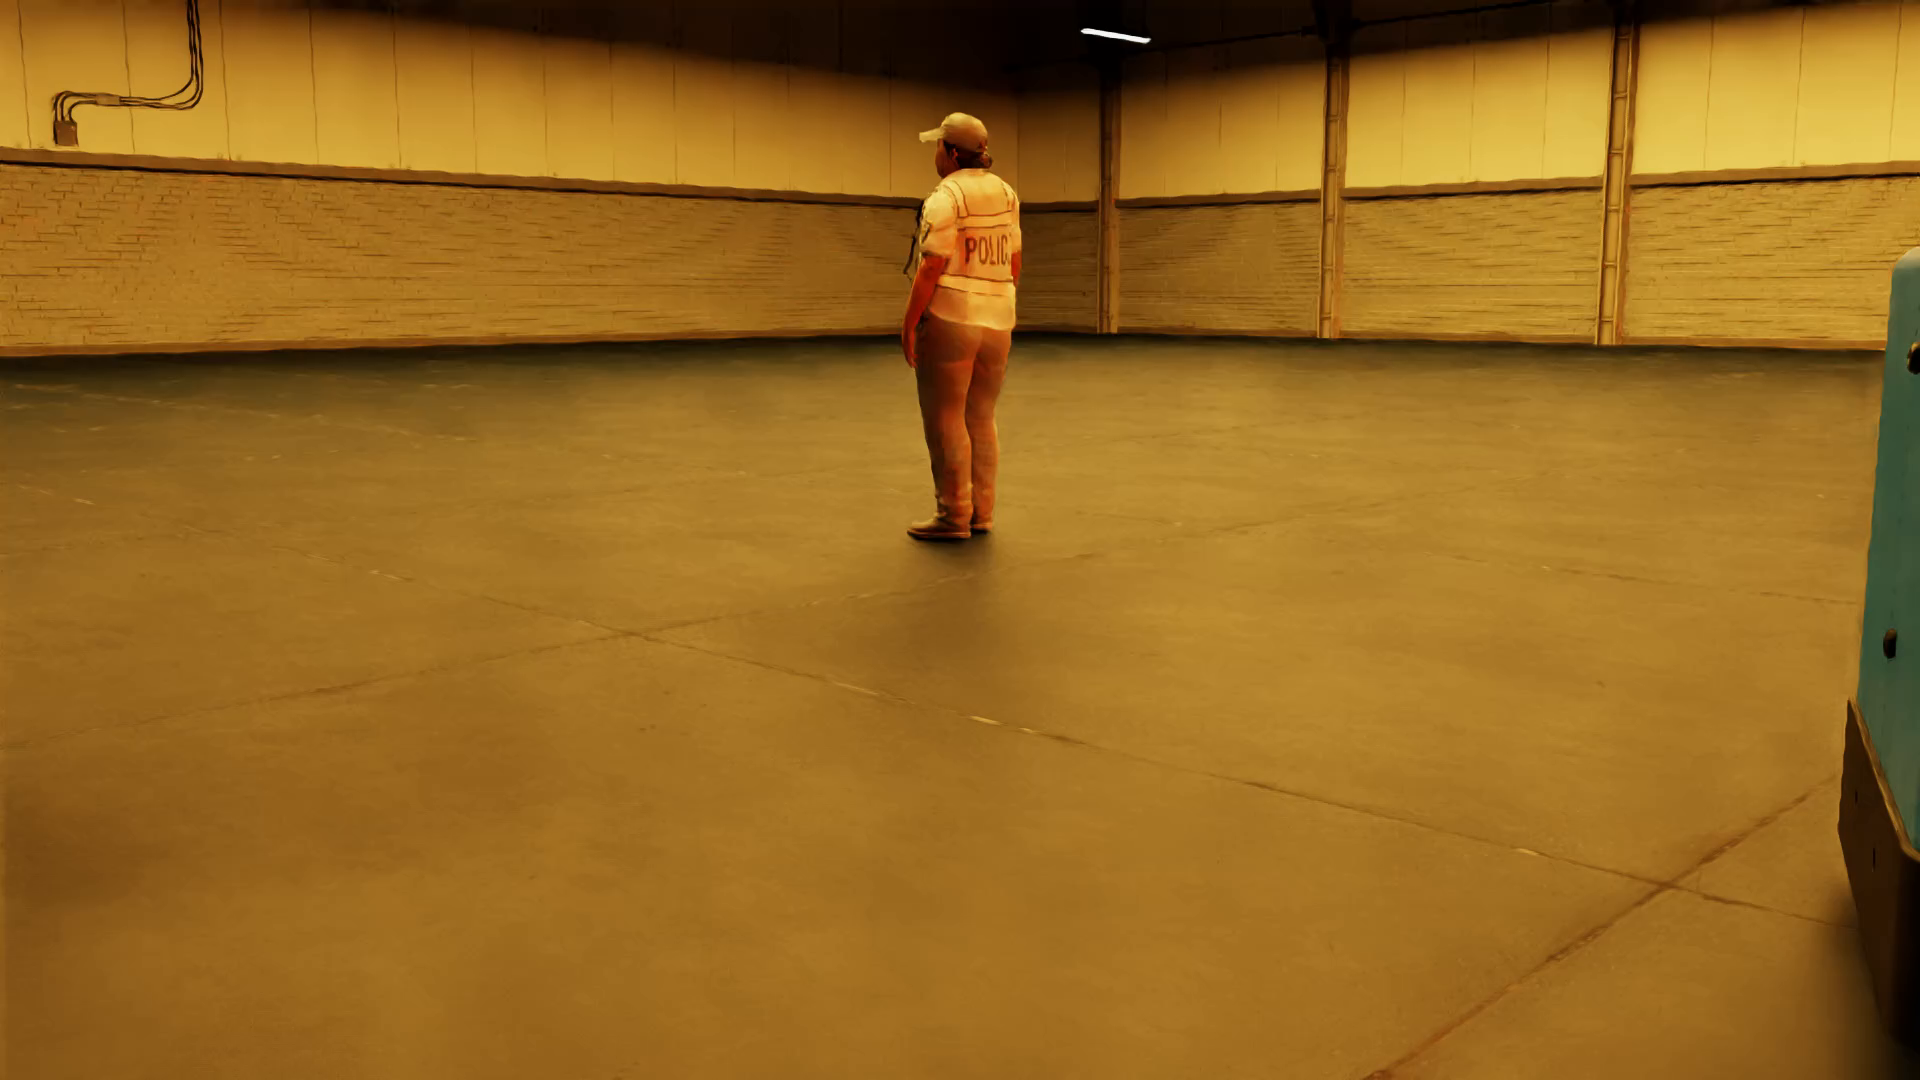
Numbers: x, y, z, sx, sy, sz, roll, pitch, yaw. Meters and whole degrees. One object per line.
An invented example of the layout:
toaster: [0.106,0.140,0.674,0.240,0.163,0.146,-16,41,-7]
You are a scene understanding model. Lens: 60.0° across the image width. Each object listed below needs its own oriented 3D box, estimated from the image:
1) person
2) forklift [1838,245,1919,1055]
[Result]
person: [-0.039,-0.842,6.661,0.529,1.669,0.598,8,12,43]
forklift: [2.731,-0.723,1.677,3.031,2.935,1.130,4,9,24]
